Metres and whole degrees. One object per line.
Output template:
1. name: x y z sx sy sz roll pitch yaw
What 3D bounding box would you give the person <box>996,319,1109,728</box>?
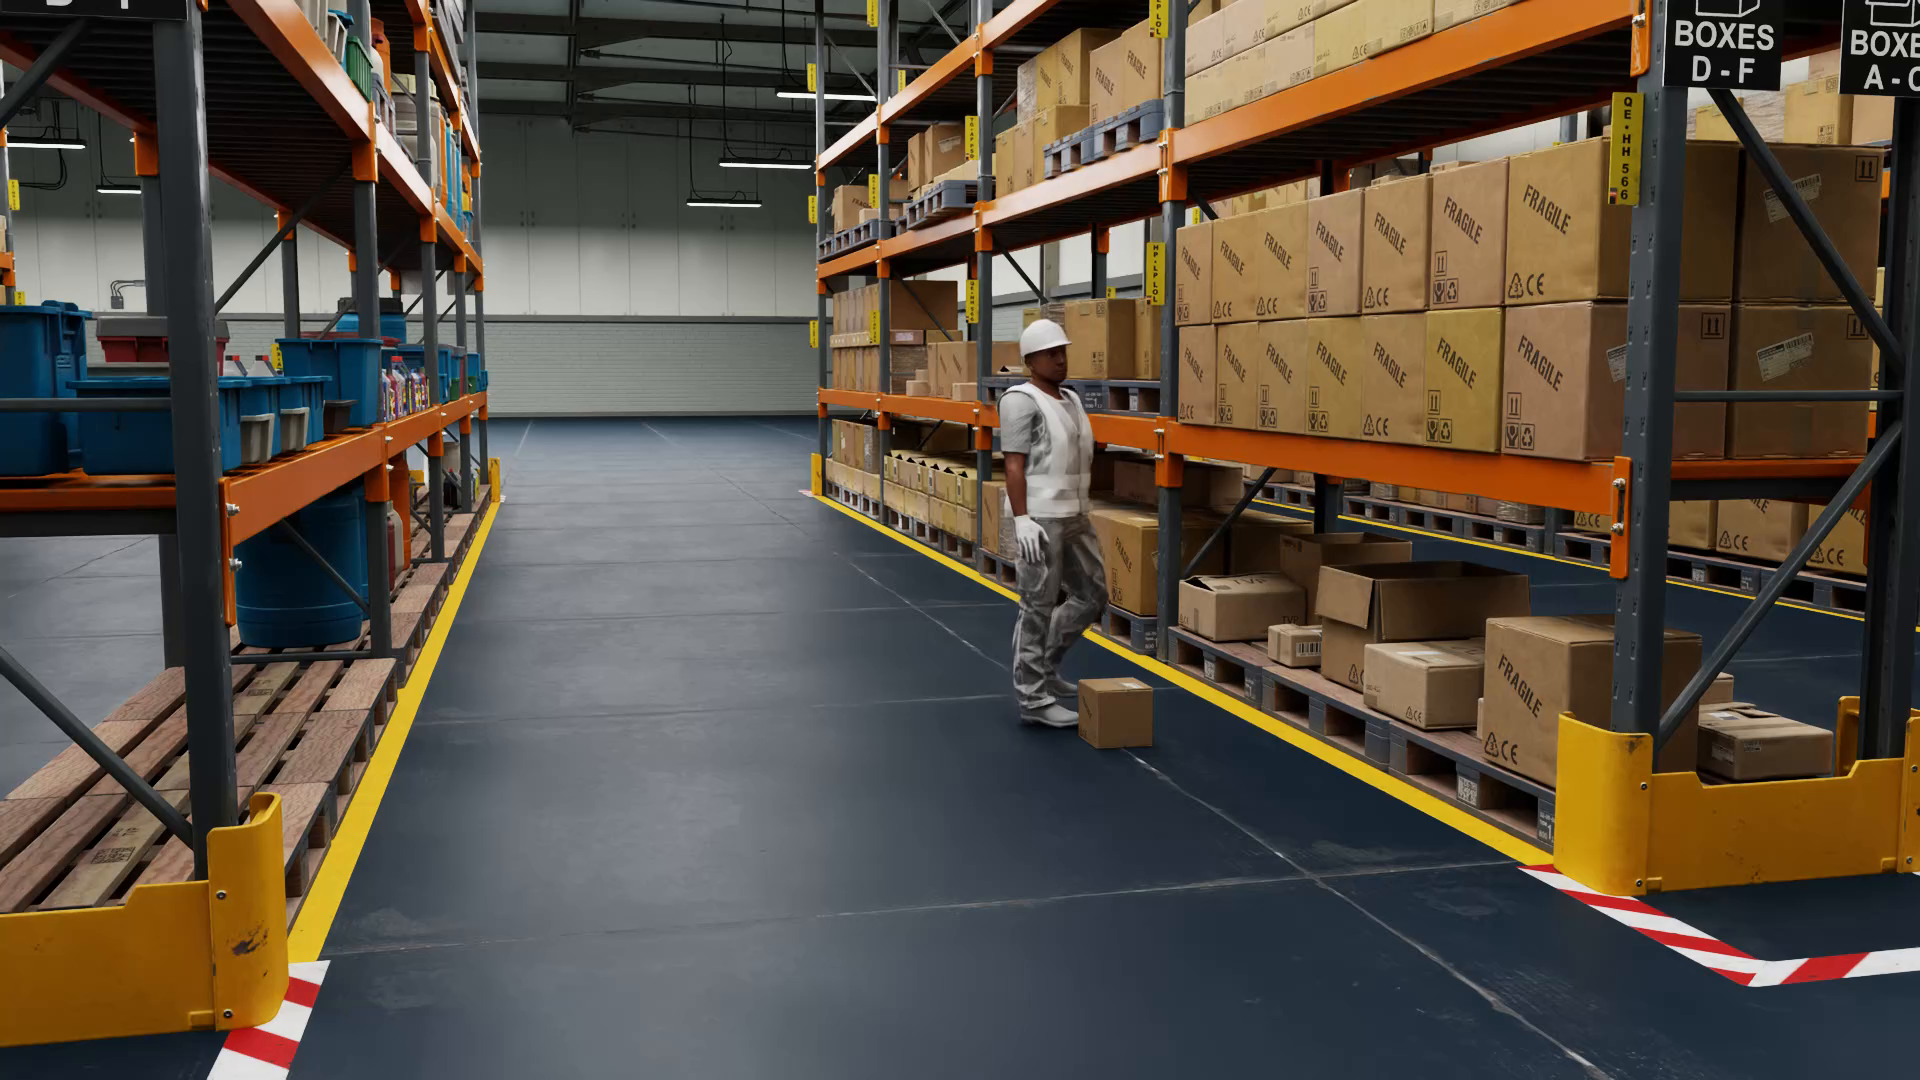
1. person: 0.416 -0.084 7.426 0.429 1.787 0.623 4 7 31
